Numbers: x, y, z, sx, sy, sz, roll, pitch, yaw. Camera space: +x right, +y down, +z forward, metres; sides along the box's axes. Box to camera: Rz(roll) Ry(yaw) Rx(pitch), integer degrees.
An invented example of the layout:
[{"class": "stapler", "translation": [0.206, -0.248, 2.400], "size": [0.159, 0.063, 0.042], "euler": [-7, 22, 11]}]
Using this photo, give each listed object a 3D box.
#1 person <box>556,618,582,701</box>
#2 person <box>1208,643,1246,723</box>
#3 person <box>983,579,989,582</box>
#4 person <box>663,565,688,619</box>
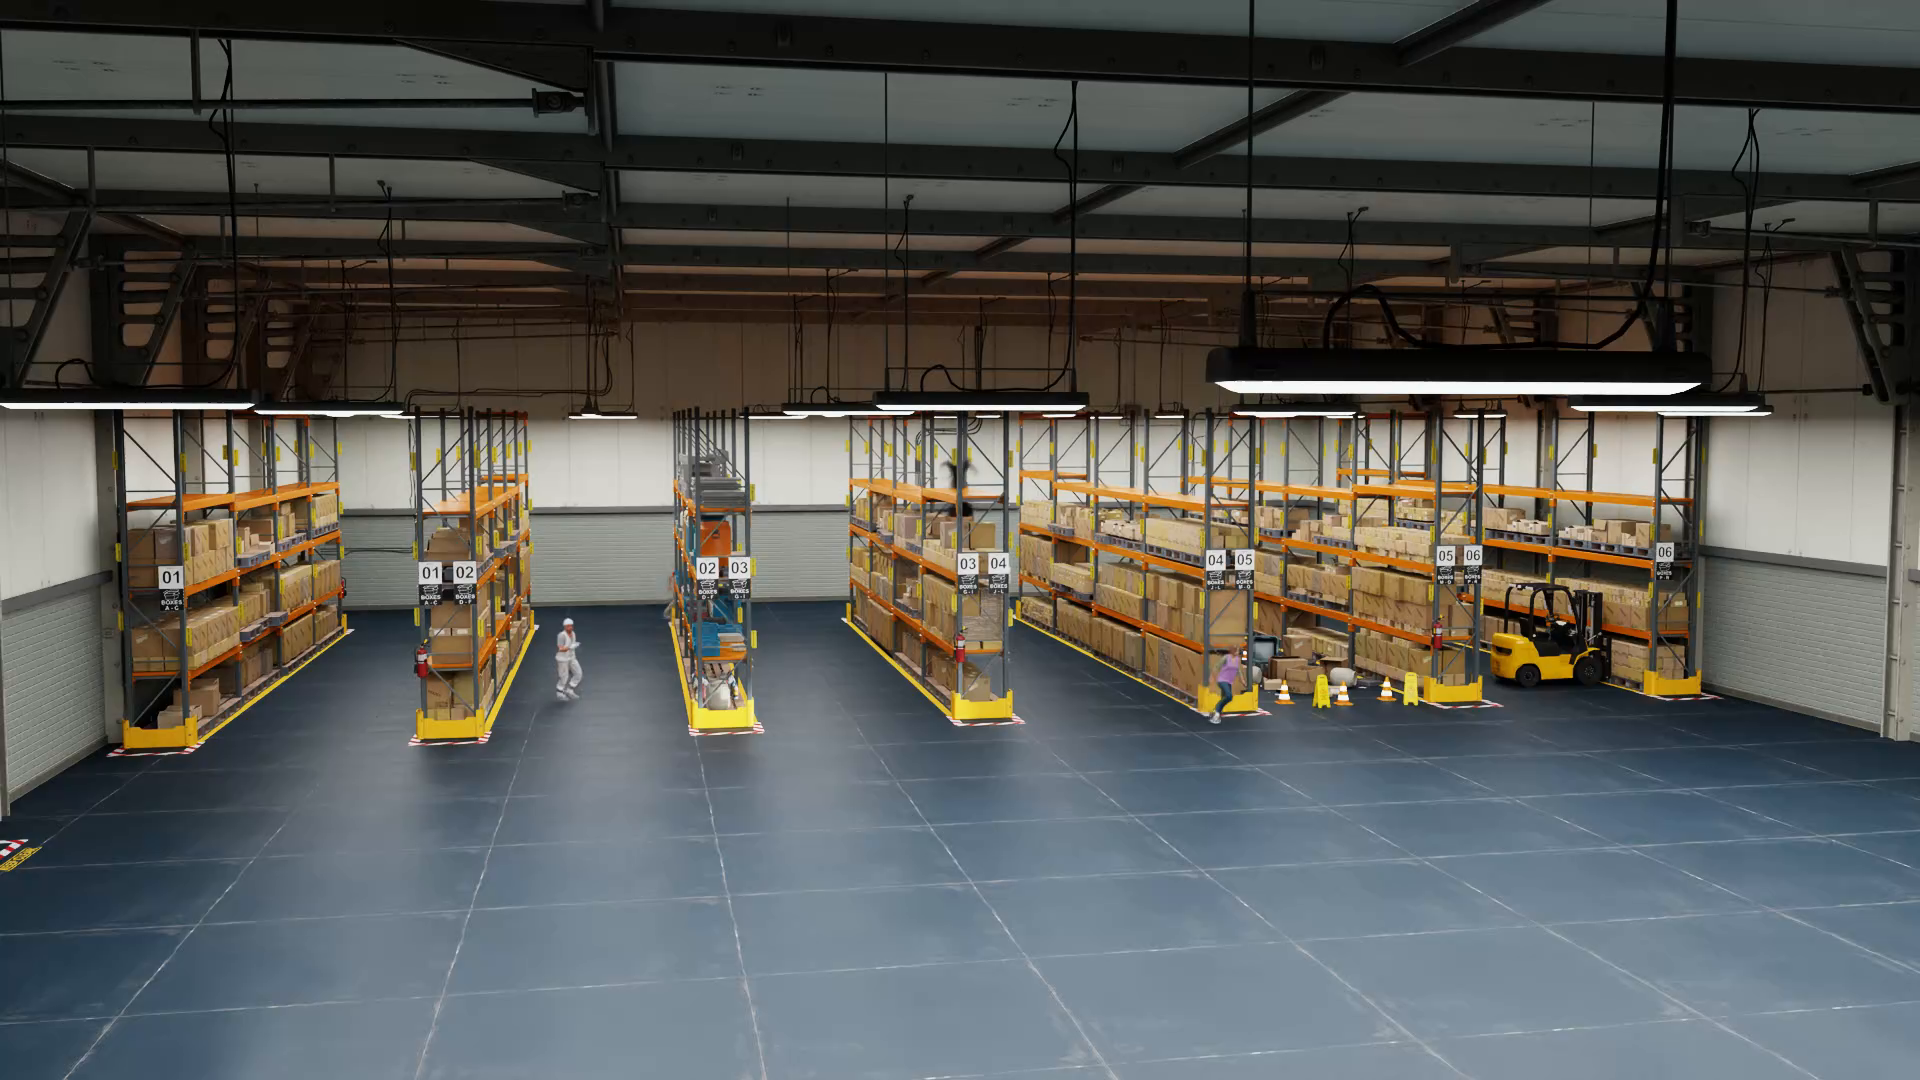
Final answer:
[{"class": "person", "translation": [-8.009, 2.457, 33.853], "size": [0.873, 1.742, 0.621], "euler": [3, 5, 34]}, {"class": "person", "translation": [5.075, 2.715, 31.503], "size": [0.516, 1.531, 0.689], "euler": [-4, 5, -42]}, {"class": "person", "translation": [0.600, 1.480, 48.218], "size": [0.650, 1.720, 0.560], "euler": [0, 4, 1]}, {"class": "person", "translation": [-8.064, 1.484, 47.896], "size": [1.045, 1.643, 0.670], "euler": [1, 4, 17]}]
